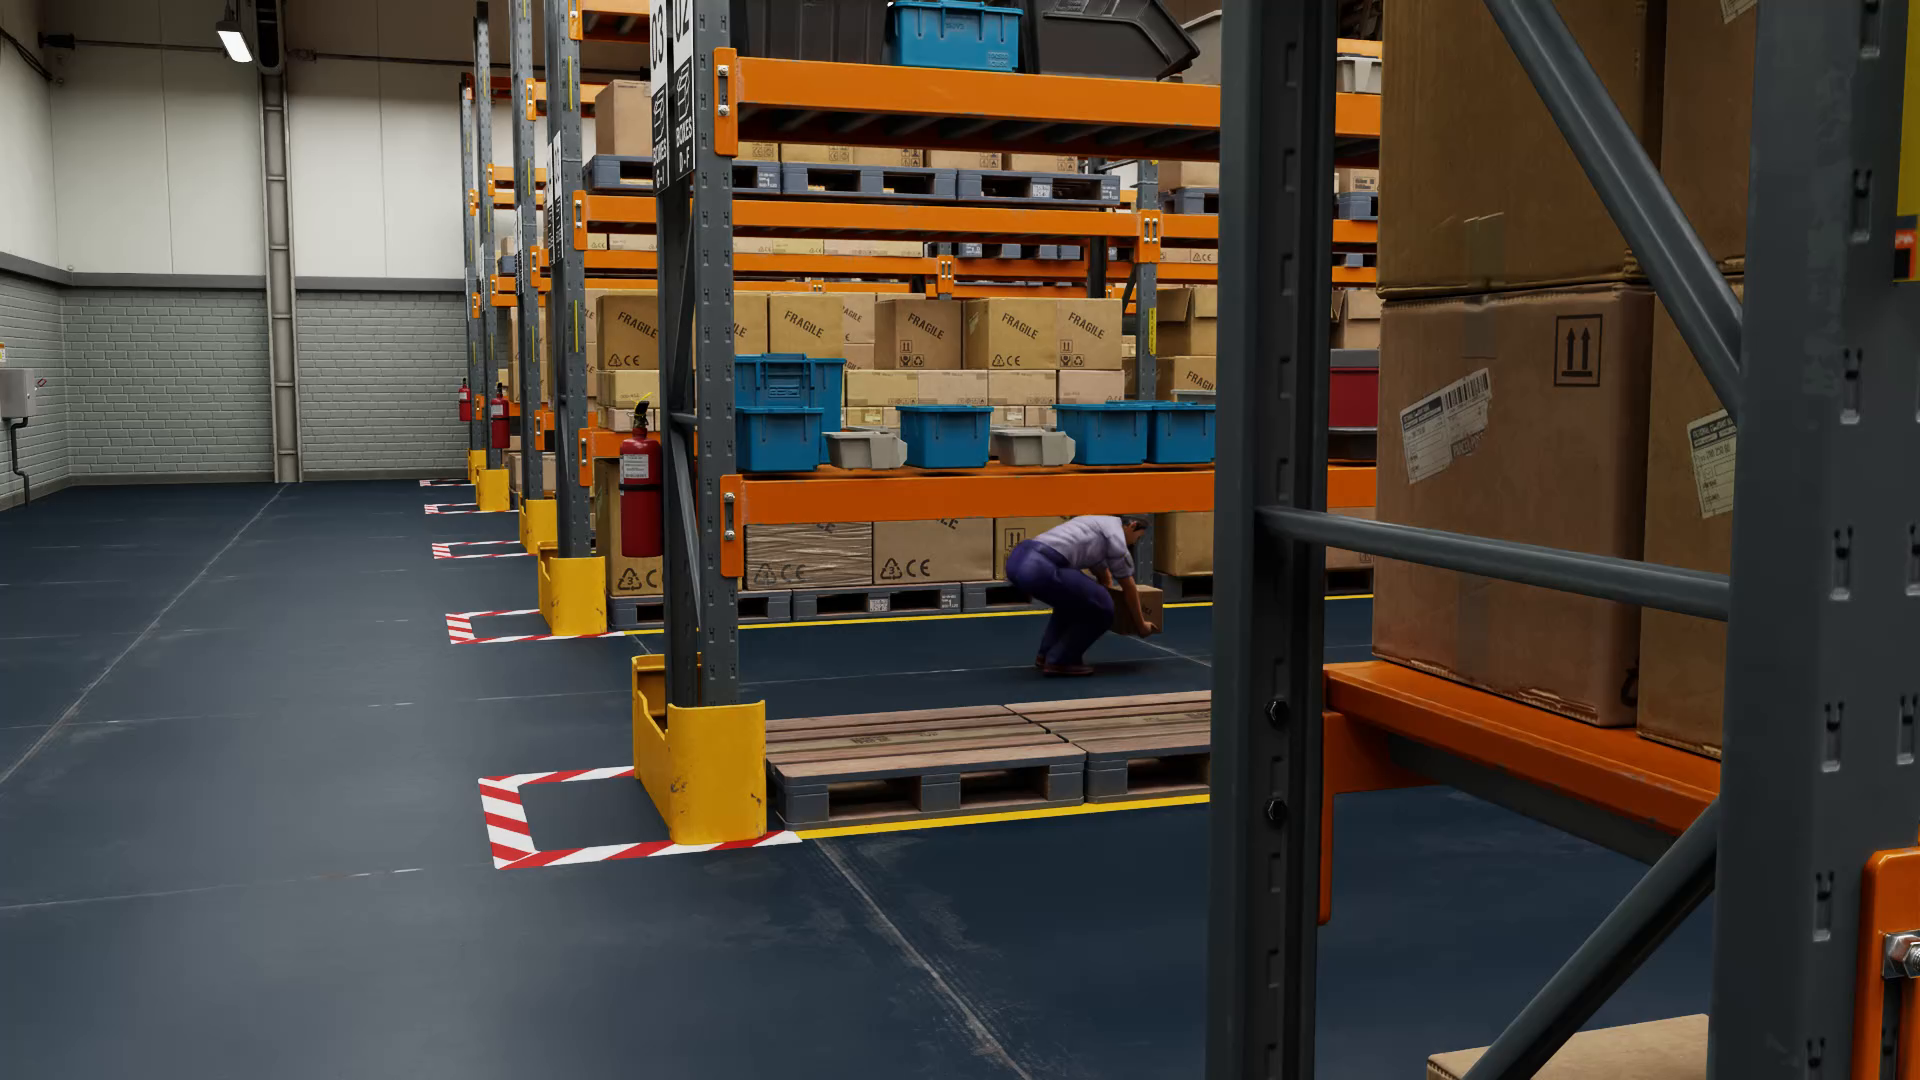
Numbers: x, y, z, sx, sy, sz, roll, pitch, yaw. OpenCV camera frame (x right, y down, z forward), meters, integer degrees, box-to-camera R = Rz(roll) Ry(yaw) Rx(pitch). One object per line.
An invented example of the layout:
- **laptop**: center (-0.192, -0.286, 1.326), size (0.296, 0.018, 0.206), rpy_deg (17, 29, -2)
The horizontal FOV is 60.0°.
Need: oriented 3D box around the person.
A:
- **person**: center (0.688, 0.278, 9.435), size (0.868, 0.941, 0.508), rpy_deg (-2, 6, -21)
